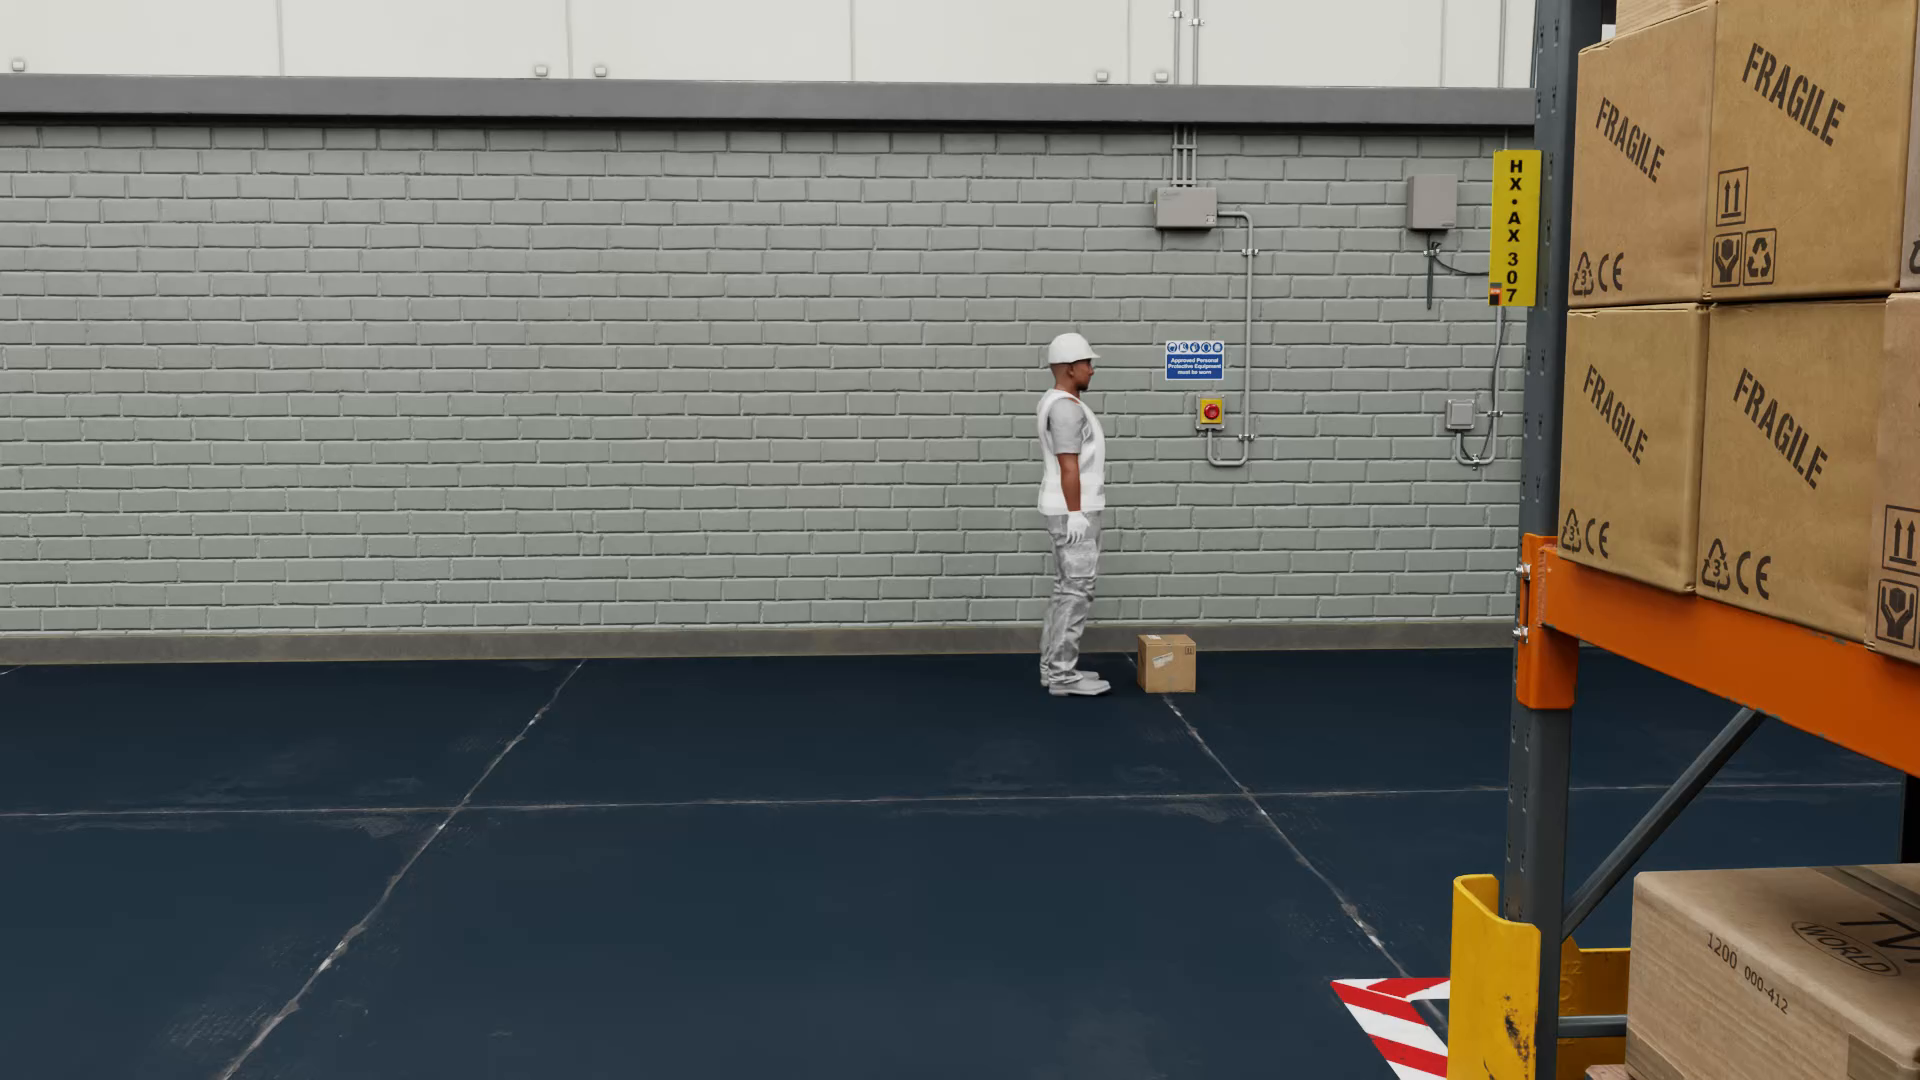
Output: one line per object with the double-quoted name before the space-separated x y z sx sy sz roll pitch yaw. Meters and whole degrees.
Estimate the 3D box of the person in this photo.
"person" 0.559 -0.133 8.289 0.366 1.781 0.545 0 7 -2
